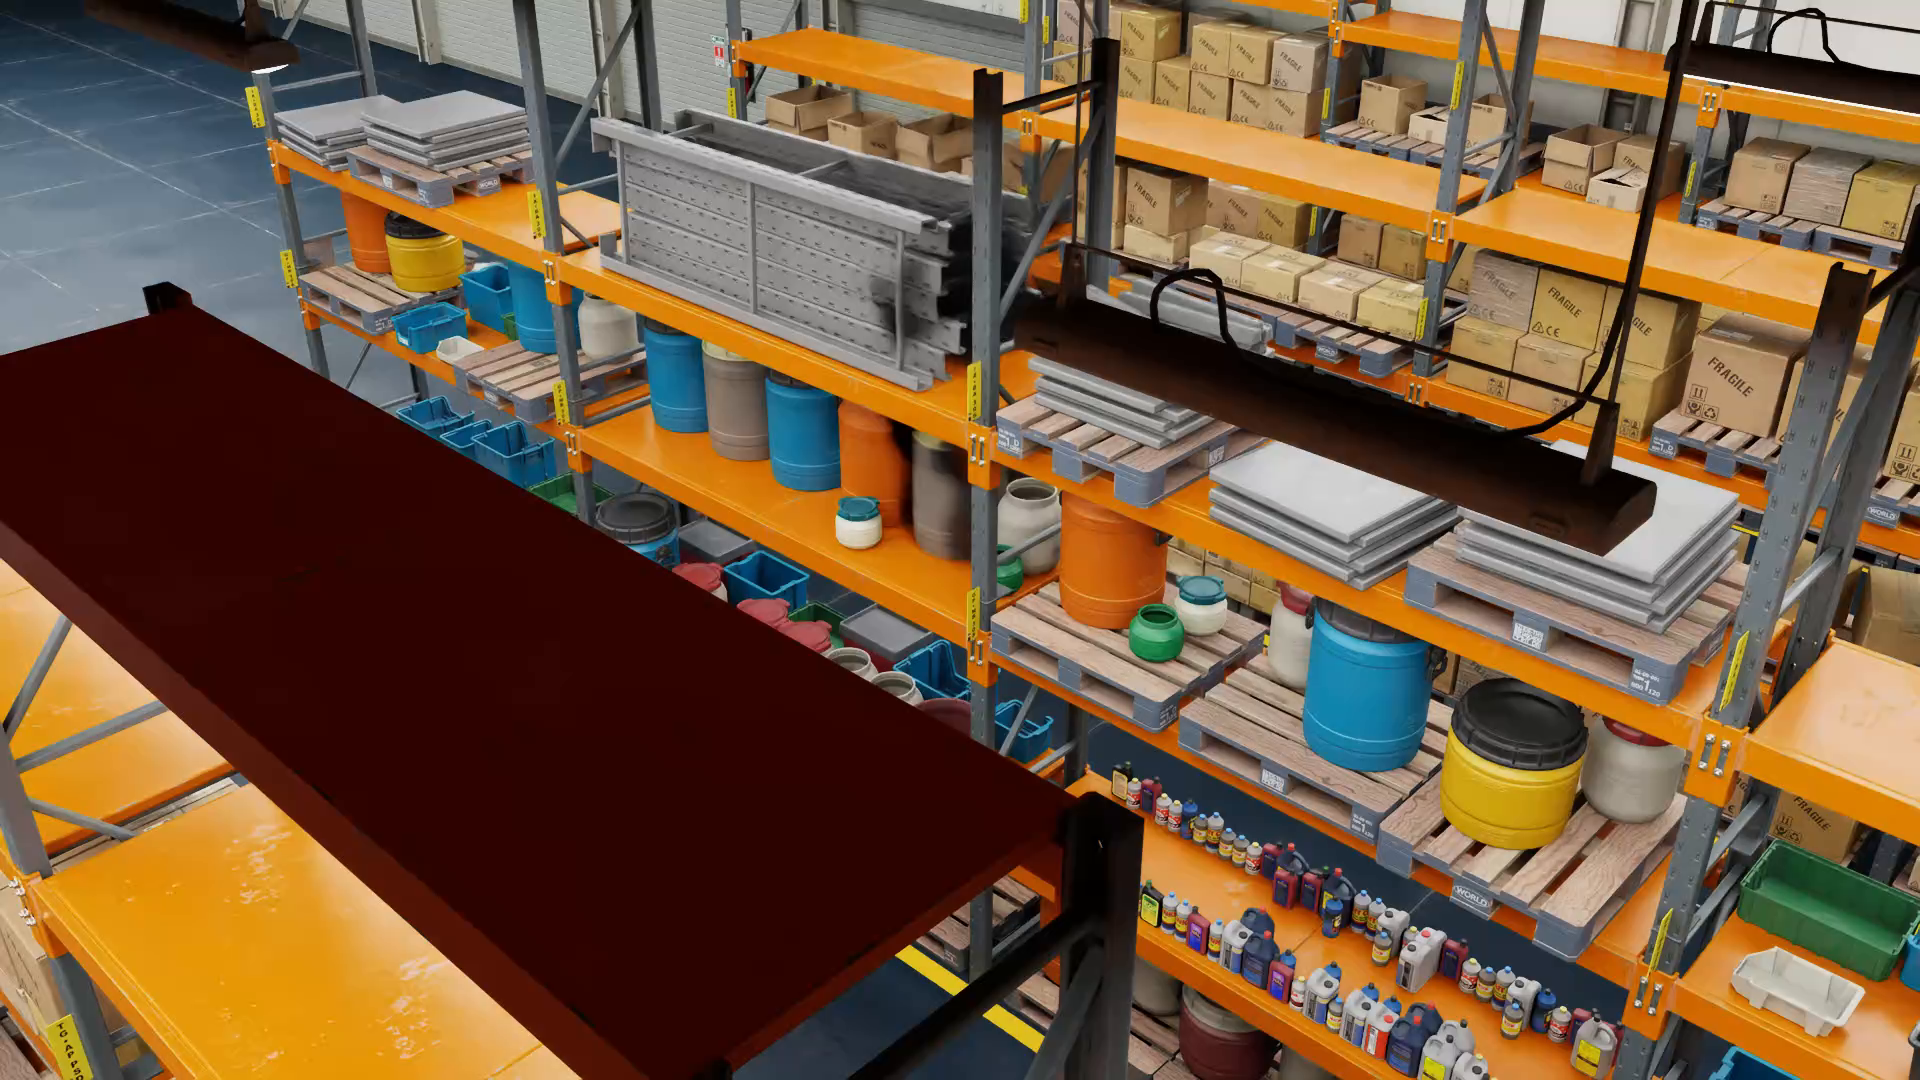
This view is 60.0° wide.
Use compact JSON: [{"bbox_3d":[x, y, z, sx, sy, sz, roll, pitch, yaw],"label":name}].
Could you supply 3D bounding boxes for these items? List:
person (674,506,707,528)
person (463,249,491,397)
[{"bbox_3d":[-2.380,-0.333,15.132,0.545,1.643,0.730,-26,38,-37],"label":"person"},{"bbox_3d":[-5.245,-2.483,18.918,0.990,1.798,0.658,-14,32,-23],"label":"person"}]
